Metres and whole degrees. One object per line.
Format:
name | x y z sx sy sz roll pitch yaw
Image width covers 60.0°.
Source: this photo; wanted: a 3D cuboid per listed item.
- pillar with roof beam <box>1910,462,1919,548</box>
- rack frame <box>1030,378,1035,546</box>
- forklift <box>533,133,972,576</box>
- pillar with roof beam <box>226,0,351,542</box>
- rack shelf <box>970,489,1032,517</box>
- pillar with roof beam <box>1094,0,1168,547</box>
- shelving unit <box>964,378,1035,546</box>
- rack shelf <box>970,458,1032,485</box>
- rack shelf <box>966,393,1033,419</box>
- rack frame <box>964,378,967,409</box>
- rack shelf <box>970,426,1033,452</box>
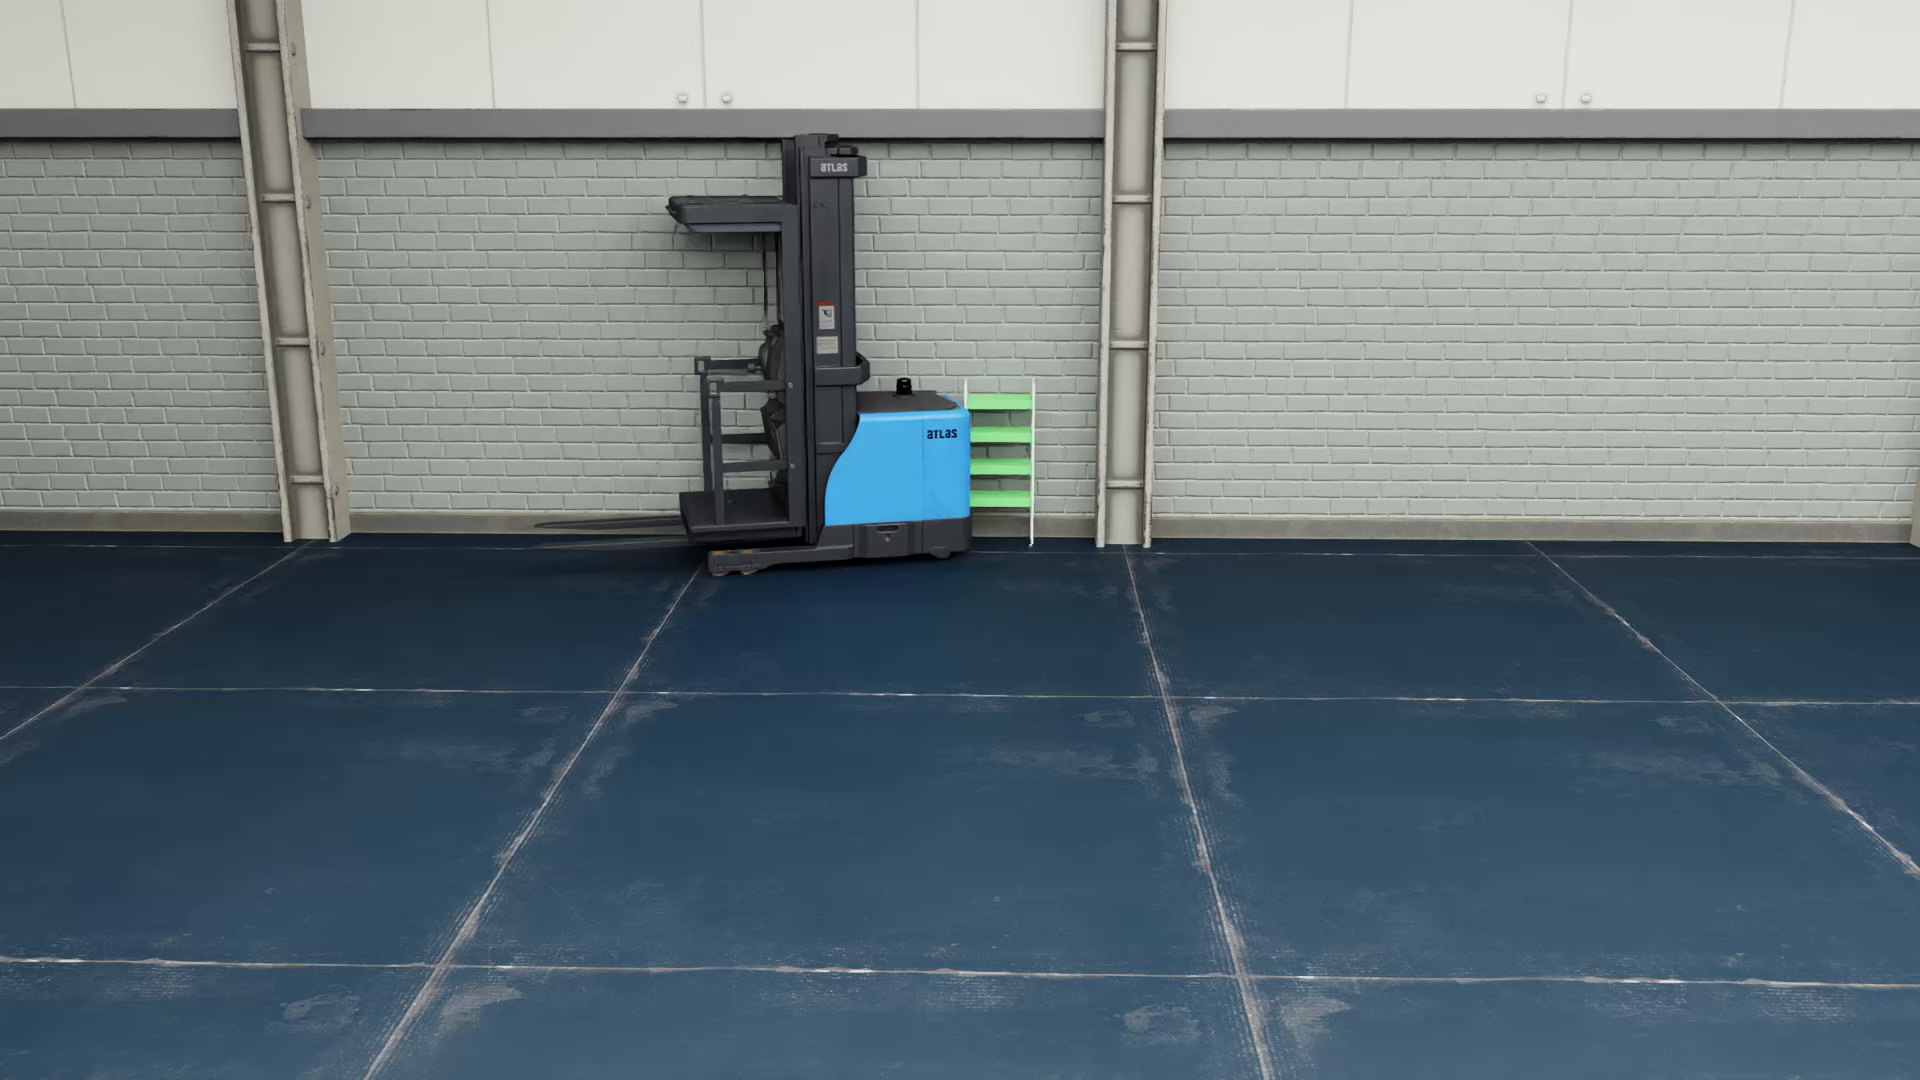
pillar with roof beam | 7.087 -3.201 6.833 0.400 9.000 9.100 0 15 1
rack frame | 0.530 -0.565 12.129 0.015 1.200 0.240 0 15 1
forklift | -1.488 -1.317 11.584 3.031 2.935 1.130 -3 15 -13
pillar with roof beam | -4.909 -3.279 7.129 0.400 9.000 9.100 0 15 1
rack shelf | 0.286 -0.272 12.211 0.480 0.148 0.258 0 15 1
pillar with roof beam | 1.089 -3.240 6.981 0.400 9.000 9.100 0 15 1
shelving unit | 0.286 -0.566 12.133 0.503 1.200 0.258 0 15 1
rack shelf | 0.286 -0.504 12.150 0.480 0.148 0.258 0 15 1
rack shelf | 0.286 -0.968 12.027 0.480 0.148 0.258 0 15 1
rack frame | 0.042 -0.567 12.137 0.015 1.200 0.240 0 15 1
rack shelf | 0.286 -0.736 12.089 0.480 0.148 0.258 0 15 1
